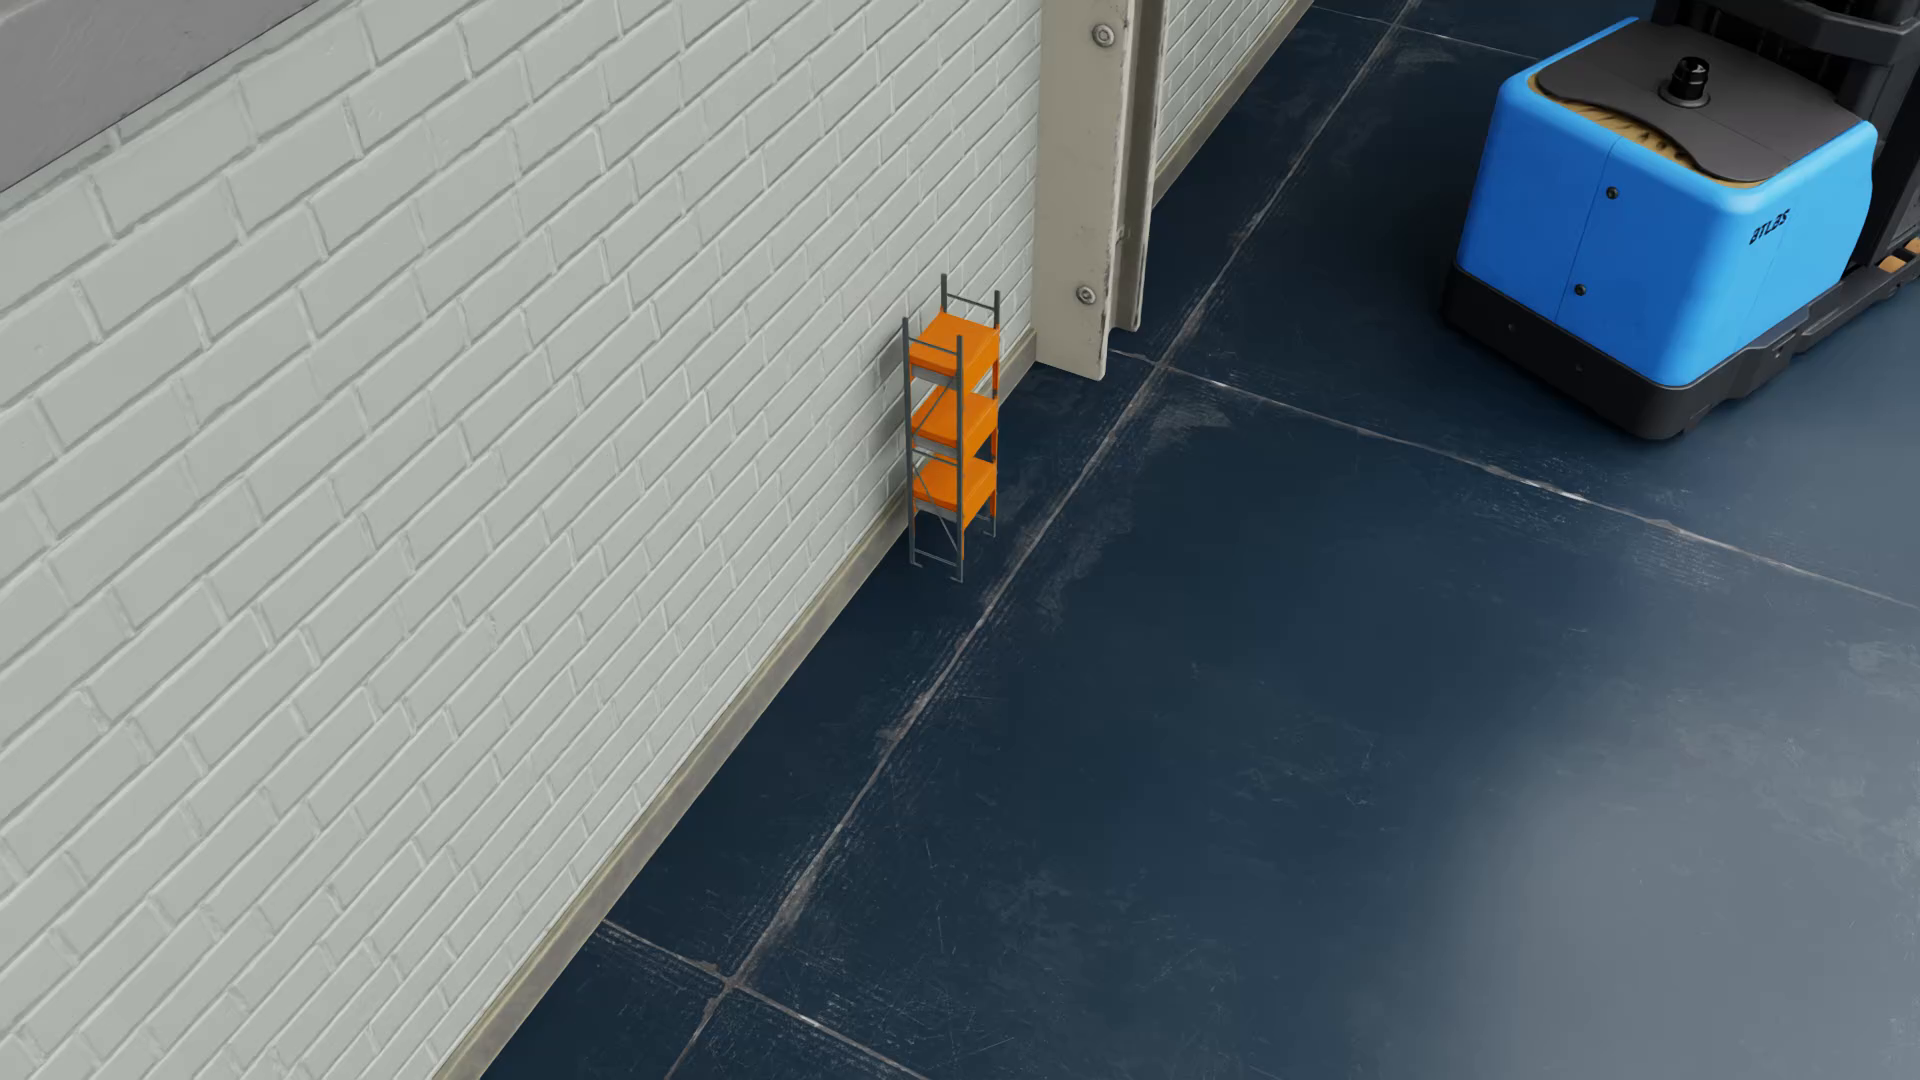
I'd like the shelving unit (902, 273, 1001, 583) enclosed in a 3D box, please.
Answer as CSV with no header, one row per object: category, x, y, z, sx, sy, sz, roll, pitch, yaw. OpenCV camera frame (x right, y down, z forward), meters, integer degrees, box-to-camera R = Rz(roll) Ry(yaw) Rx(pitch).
shelving unit,-0.025,-0.335,5.343,0.215,1.050,0.252,20,49,19

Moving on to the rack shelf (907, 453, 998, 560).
rack shelf,-0.025,-0.133,5.548,0.215,0.259,0.240,20,49,19

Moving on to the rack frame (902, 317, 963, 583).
rack frame,-0.081,-0.258,5.267,0.200,1.050,0.008,20,49,19

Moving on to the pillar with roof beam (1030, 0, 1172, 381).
pillar with roof beam,4.301,-2.523,1.917,9.100,9.000,0.400,20,49,19

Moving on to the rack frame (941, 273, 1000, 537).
rack frame,0.032,-0.412,5.419,0.200,1.050,0.008,20,49,19

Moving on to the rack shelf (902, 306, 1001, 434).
rack shelf,-0.025,-0.527,5.149,0.215,0.259,0.240,20,49,19

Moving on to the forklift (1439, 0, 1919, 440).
forklift,3.352,-2.273,5.936,3.031,2.935,1.130,-30,52,-26

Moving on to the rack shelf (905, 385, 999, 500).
rack shelf,-0.025,-0.328,5.351,0.215,0.259,0.240,20,49,19
